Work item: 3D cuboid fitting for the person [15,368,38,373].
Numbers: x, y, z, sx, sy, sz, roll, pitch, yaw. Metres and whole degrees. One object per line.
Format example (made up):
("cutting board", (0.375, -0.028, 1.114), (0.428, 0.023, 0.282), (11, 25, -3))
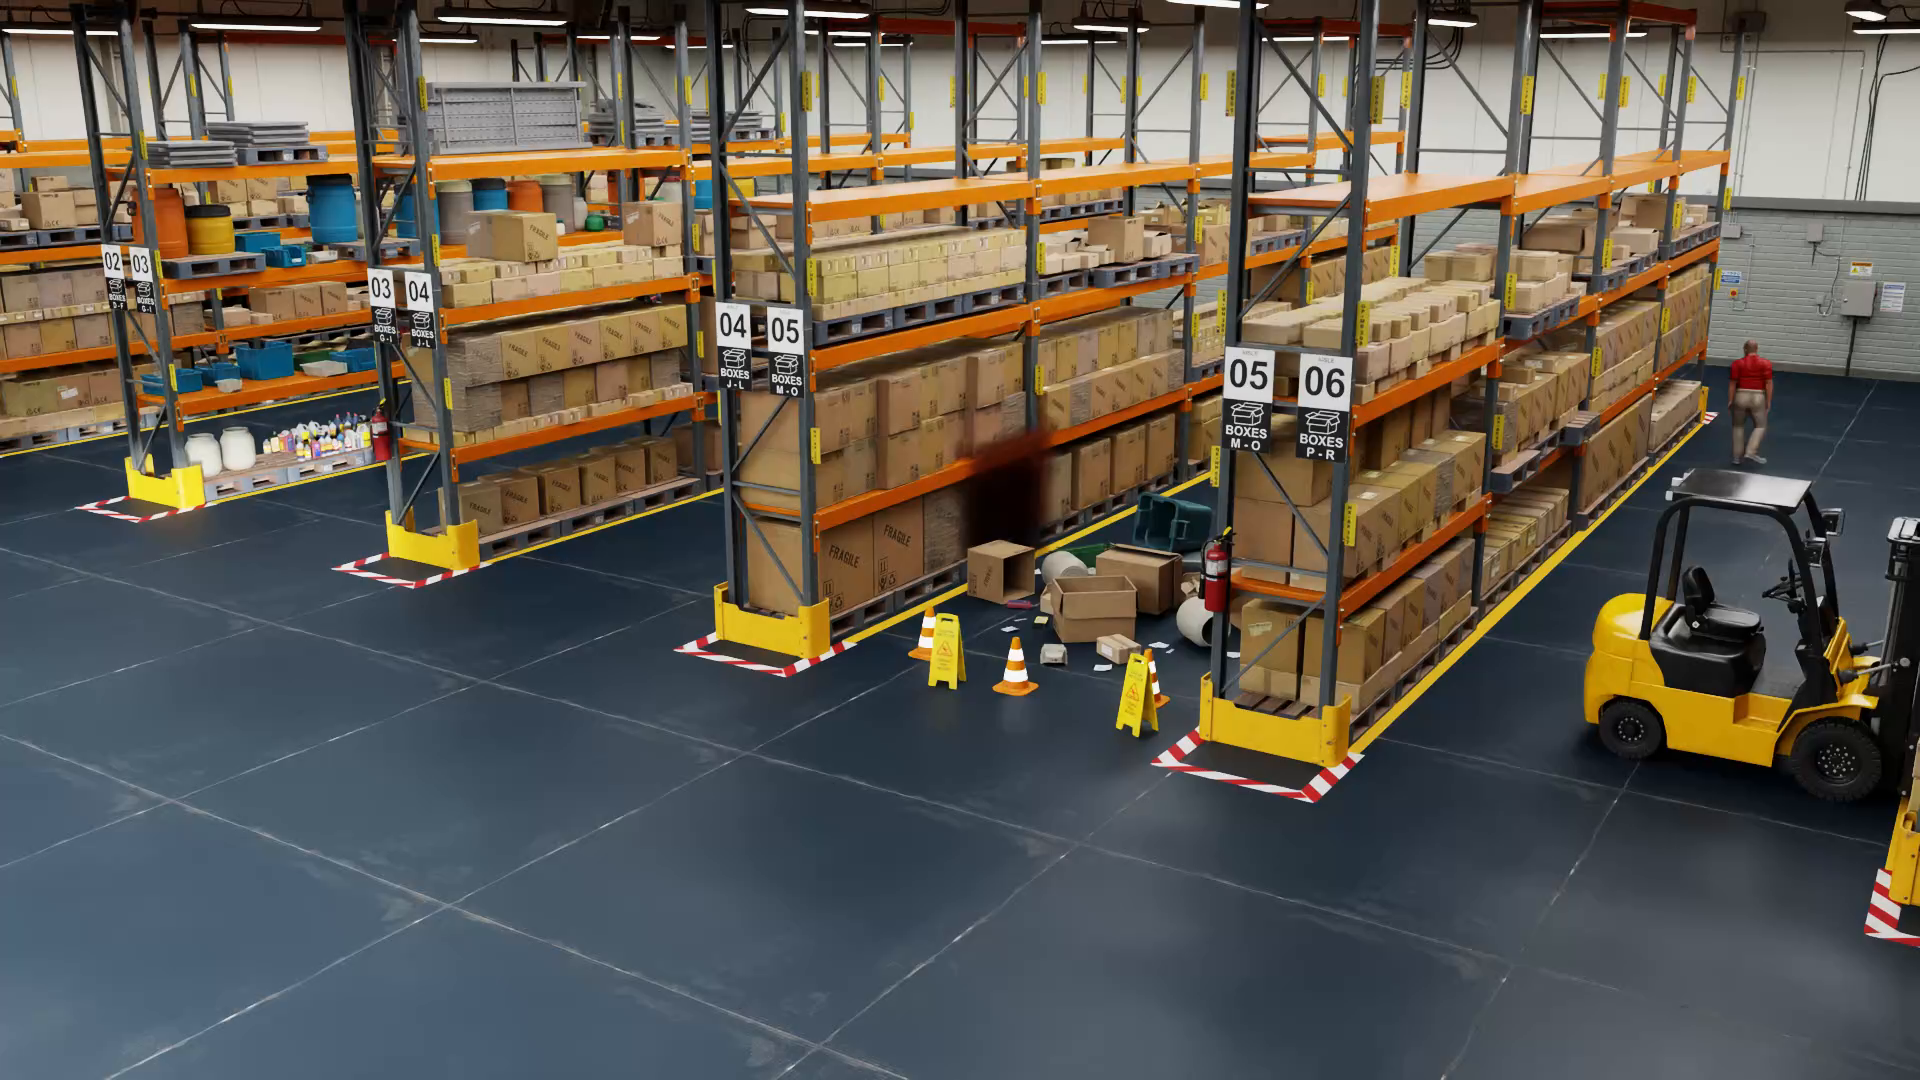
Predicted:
("person", (-14.537, -2.725, 25.892), (0.551, 1.664, 0.428), (9, 18, 29))

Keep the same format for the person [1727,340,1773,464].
("person", (10.804, -1.871, 22.744), (0.597, 1.723, 0.529), (8, 17, 26))
